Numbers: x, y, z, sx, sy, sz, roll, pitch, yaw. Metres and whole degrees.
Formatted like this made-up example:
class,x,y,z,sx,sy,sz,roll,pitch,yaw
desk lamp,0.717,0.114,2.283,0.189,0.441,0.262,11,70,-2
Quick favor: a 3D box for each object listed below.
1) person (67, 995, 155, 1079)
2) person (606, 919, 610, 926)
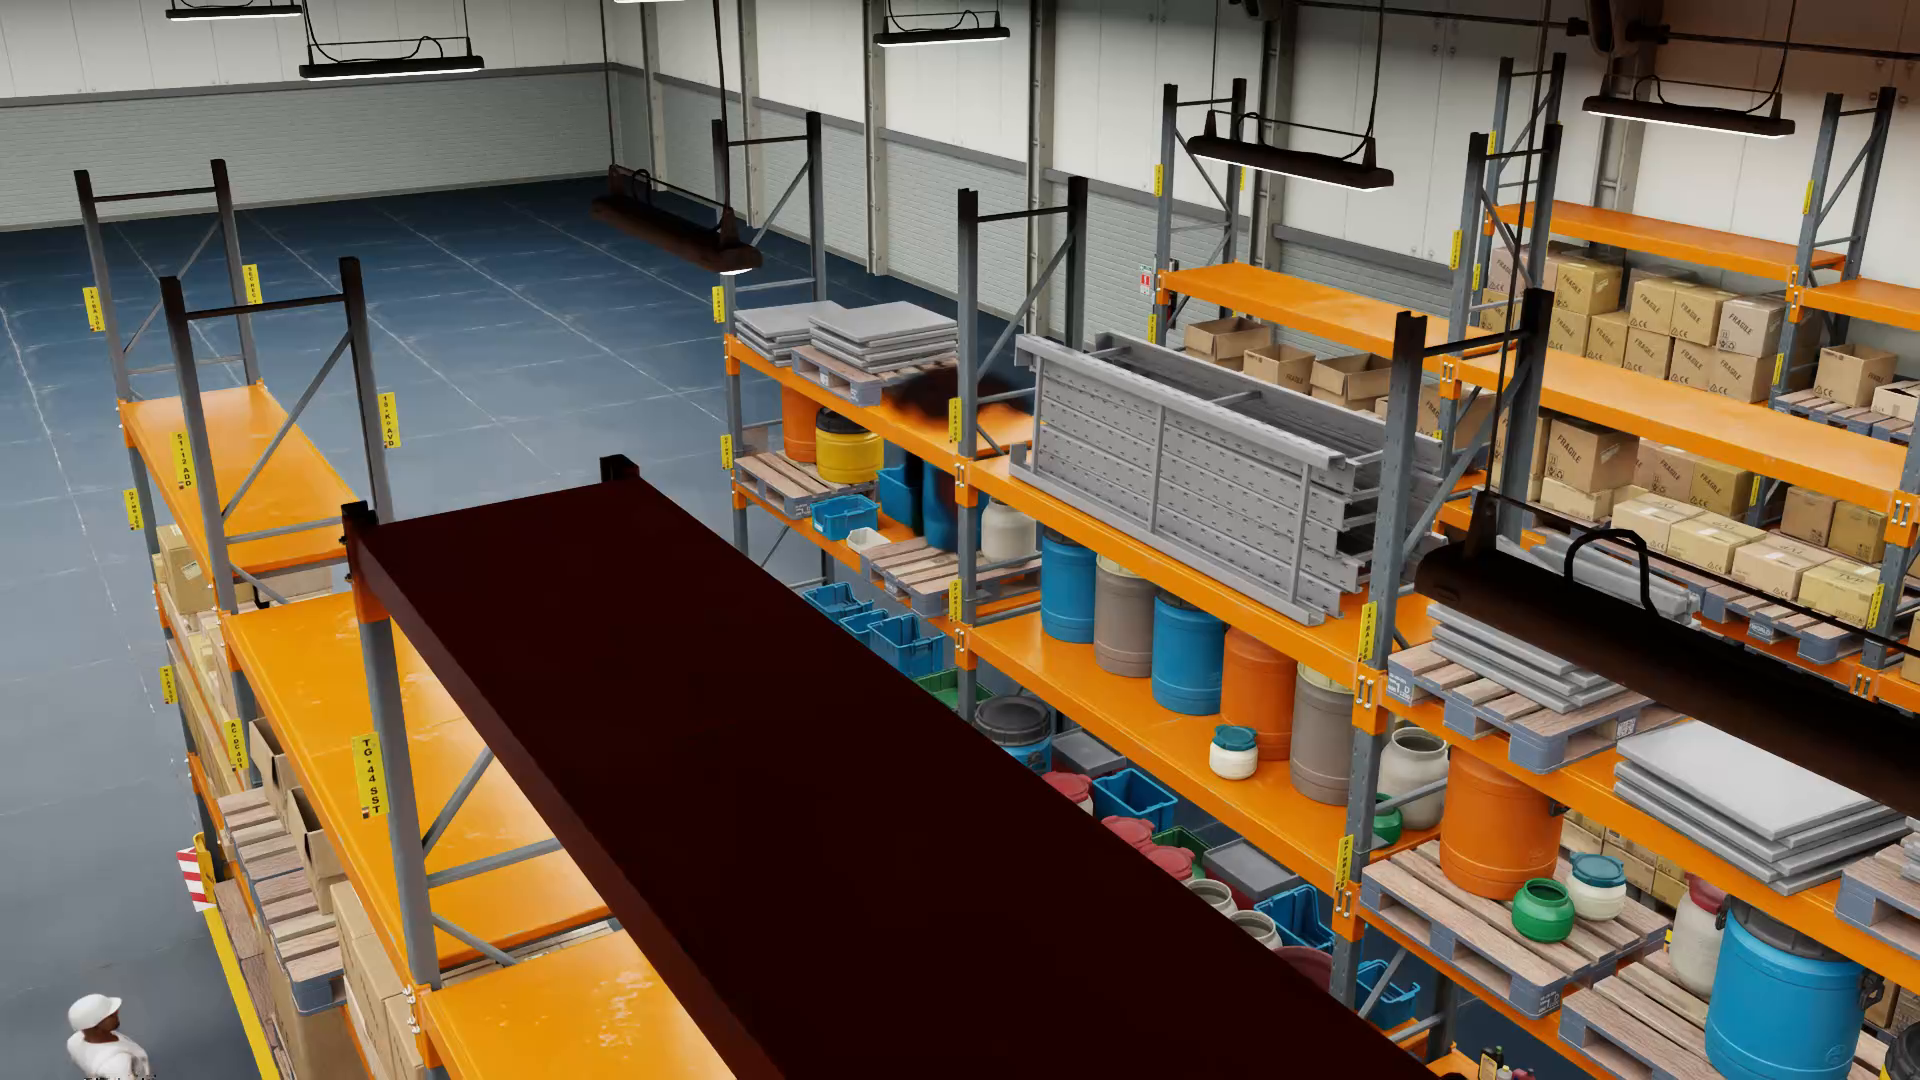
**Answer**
class,x,y,z,sx,sy,sz,roll,pitch,yaw
person,-5.133,3.507,10.312,0.580,1.763,0.576,6,23,15
person,-2.870,2.632,12.647,0.509,1.664,0.476,7,23,17
